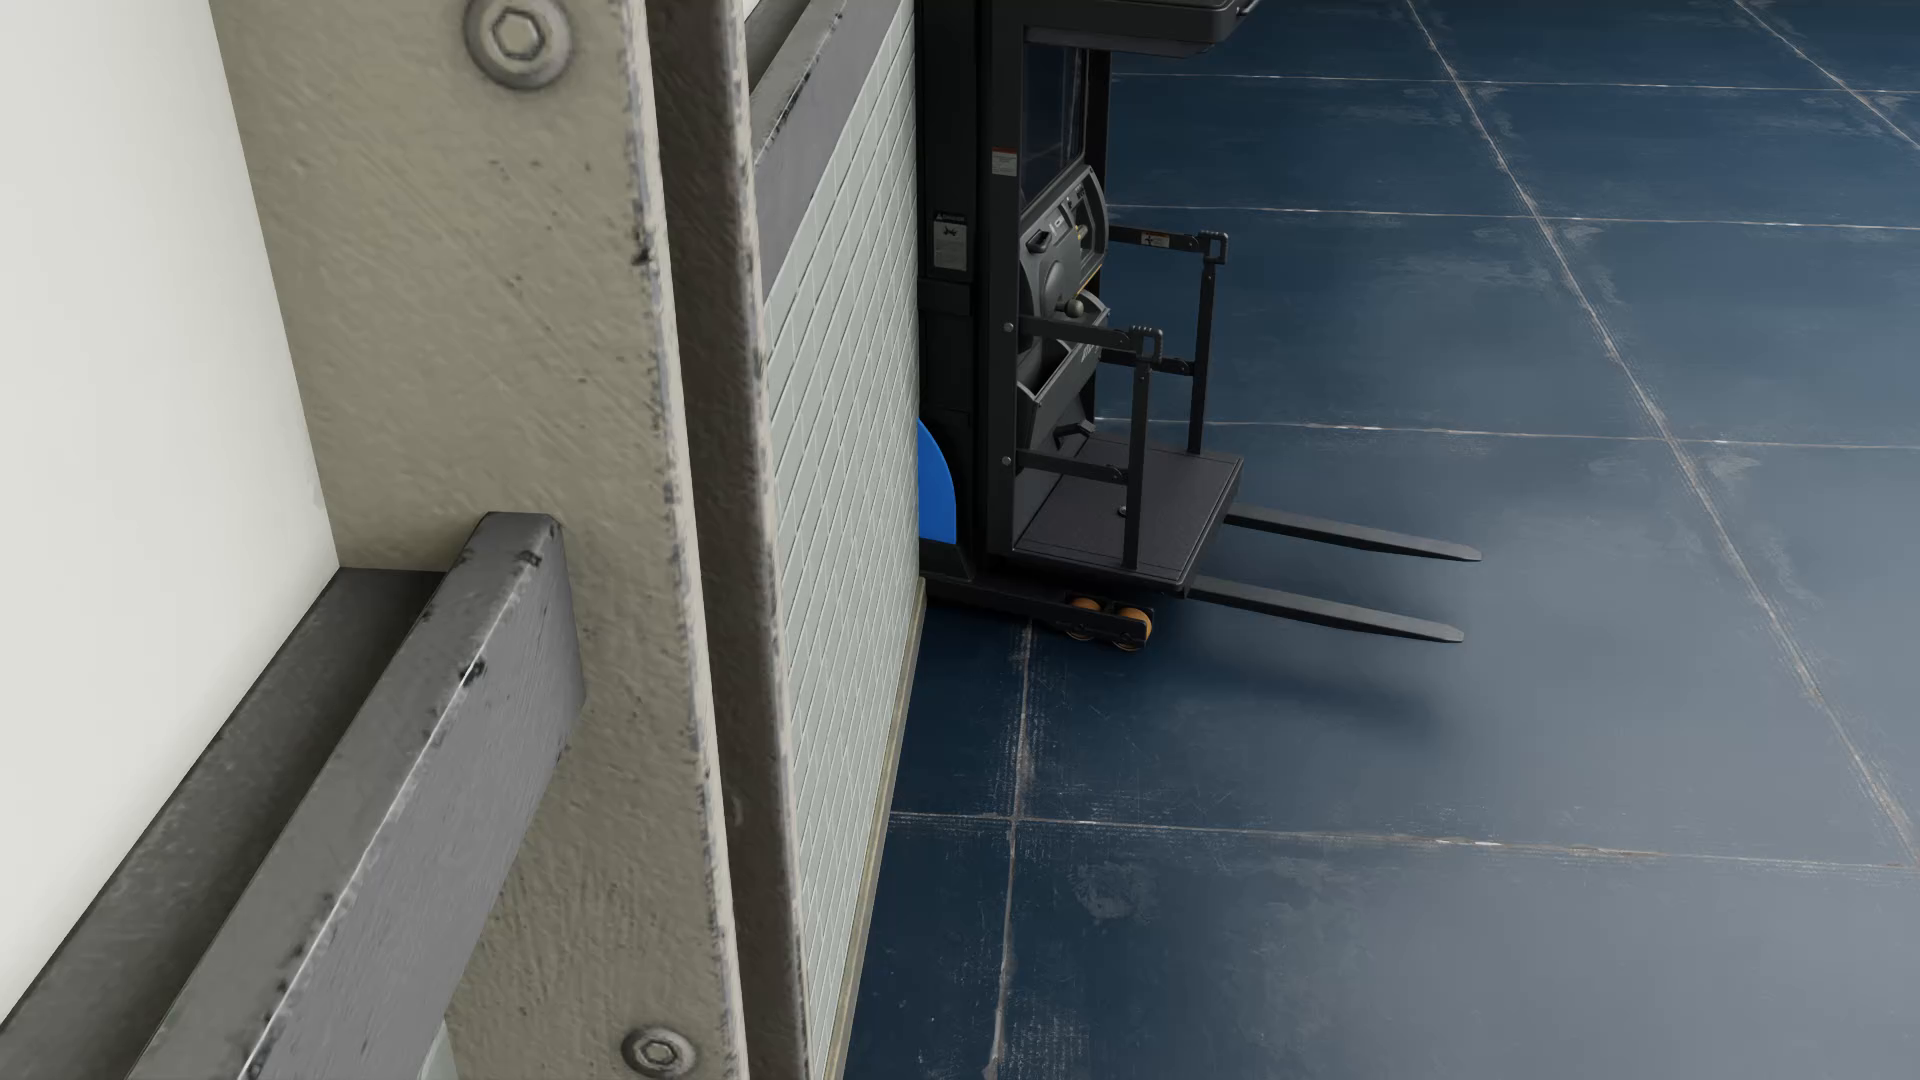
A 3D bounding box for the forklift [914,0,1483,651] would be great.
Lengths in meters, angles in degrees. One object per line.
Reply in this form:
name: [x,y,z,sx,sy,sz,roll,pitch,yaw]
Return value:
forklift: [0.587,-1.128,6.287,3.031,2.935,1.130,11,33,18]
